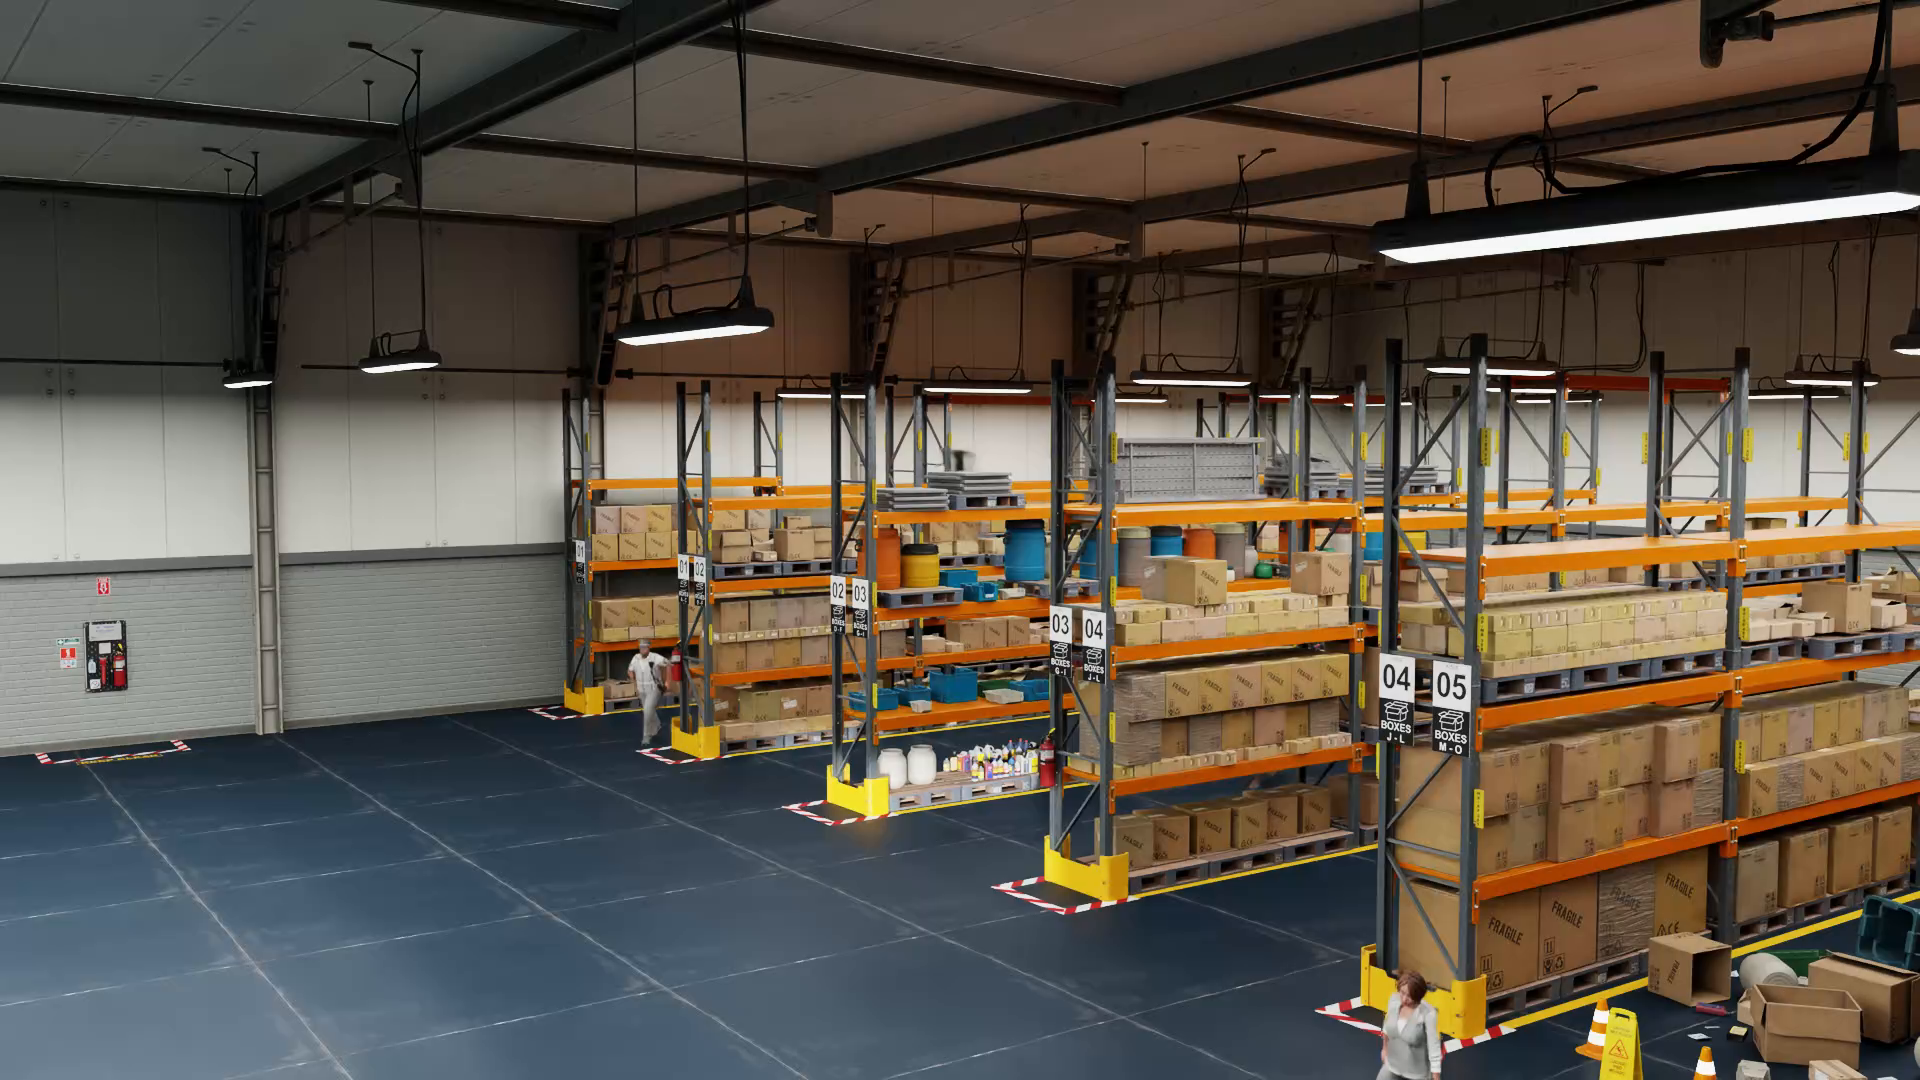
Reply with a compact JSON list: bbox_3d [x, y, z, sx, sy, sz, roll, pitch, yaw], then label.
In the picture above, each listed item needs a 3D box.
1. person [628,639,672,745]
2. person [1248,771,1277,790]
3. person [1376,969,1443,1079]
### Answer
[{"bbox_3d":[-5.199,2.515,27.923,0.682,1.770,0.943,1,4,21],"label":"person"},{"bbox_3d":[4.519,2.776,24.422,0.894,1.699,0.600,-3,5,-38],"label":"person"},{"bbox_3d":[3.113,3.657,11.520,0.673,1.520,0.601,4,5,44],"label":"person"}]
